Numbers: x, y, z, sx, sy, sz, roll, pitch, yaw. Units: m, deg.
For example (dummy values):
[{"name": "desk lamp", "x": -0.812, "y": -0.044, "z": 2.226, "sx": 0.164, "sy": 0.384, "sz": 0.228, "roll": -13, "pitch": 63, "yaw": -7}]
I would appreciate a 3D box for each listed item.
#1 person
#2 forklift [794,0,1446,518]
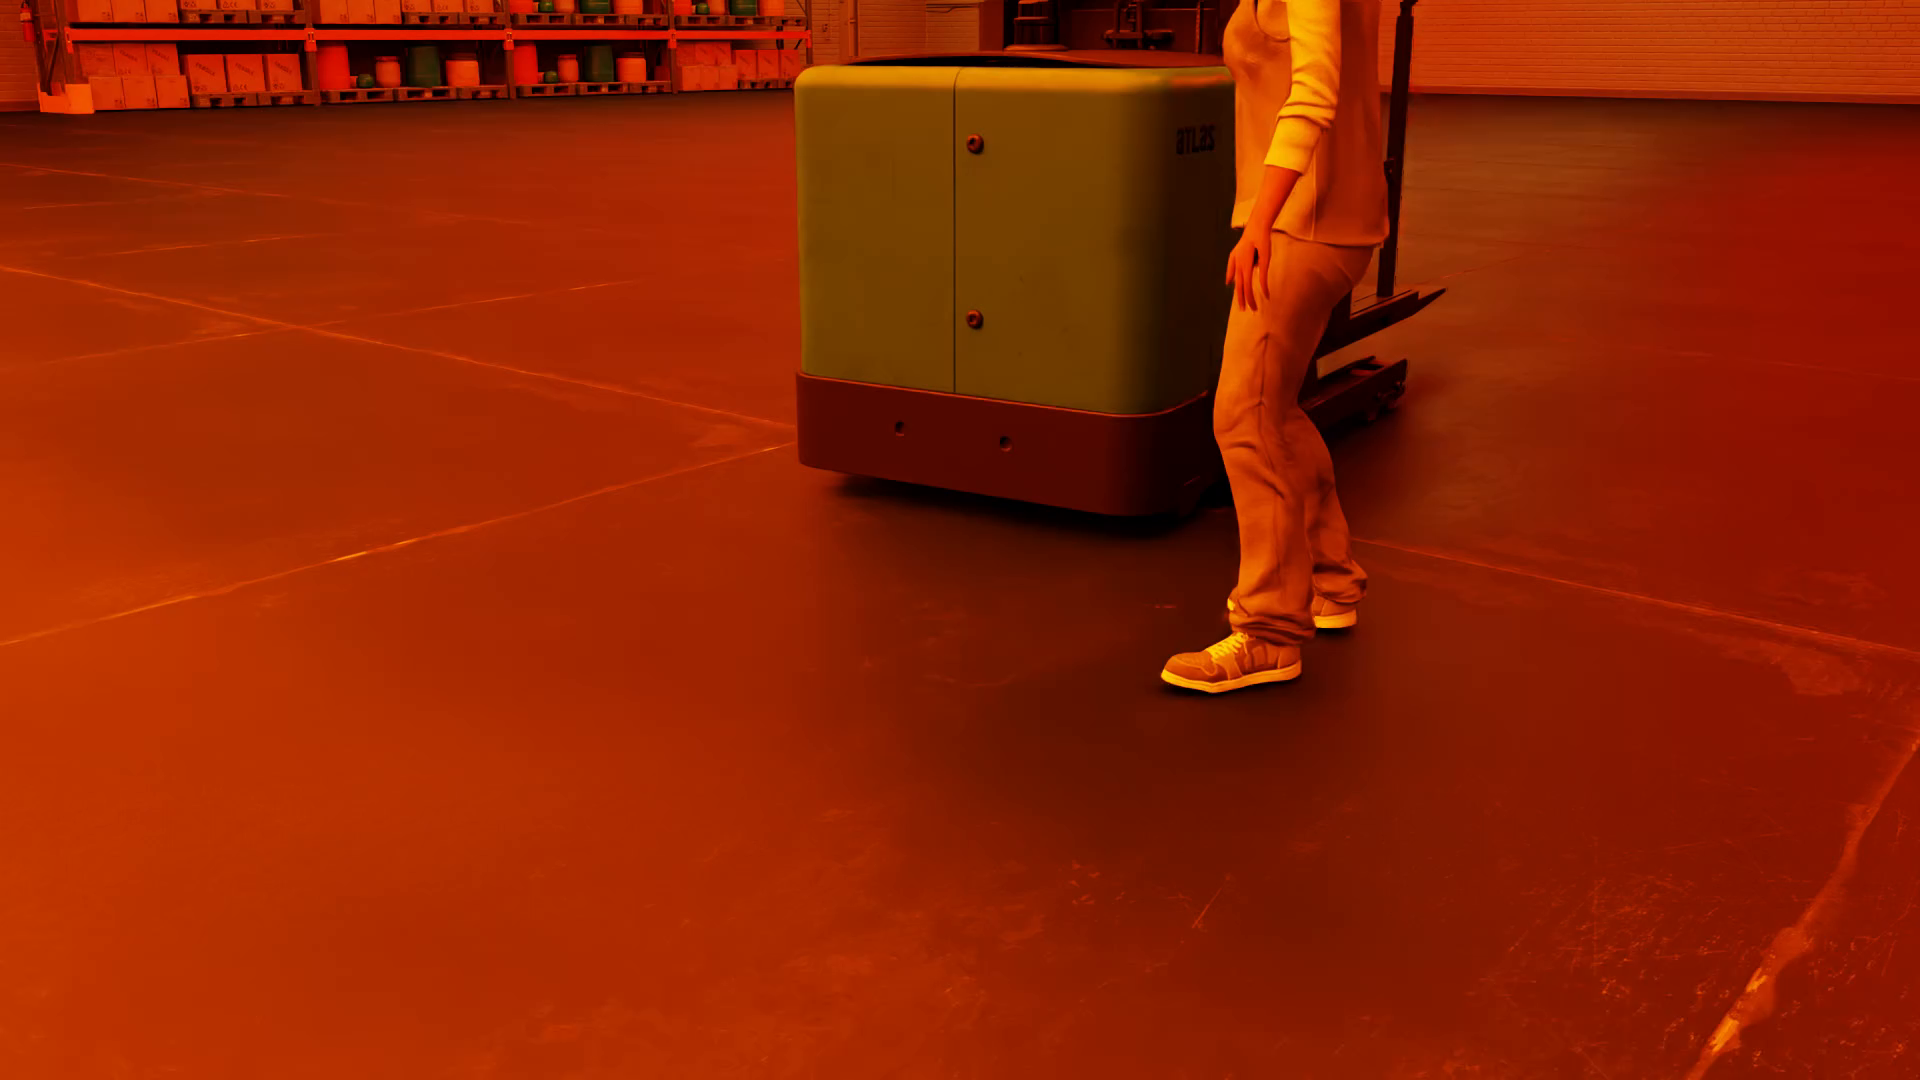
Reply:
[{"name": "person", "x": 0.617, "y": -0.553, "z": 3.069, "sx": 0.346, "sy": 1.572, "sz": 0.690, "roll": 5, "pitch": 18, "yaw": 16}, {"name": "forklift", "x": 0.774, "y": -1.831, "z": 4.926, "sx": 1.130, "sy": 2.935, "sz": 3.031, "roll": 10, "pitch": 20, "yaw": 30}]
